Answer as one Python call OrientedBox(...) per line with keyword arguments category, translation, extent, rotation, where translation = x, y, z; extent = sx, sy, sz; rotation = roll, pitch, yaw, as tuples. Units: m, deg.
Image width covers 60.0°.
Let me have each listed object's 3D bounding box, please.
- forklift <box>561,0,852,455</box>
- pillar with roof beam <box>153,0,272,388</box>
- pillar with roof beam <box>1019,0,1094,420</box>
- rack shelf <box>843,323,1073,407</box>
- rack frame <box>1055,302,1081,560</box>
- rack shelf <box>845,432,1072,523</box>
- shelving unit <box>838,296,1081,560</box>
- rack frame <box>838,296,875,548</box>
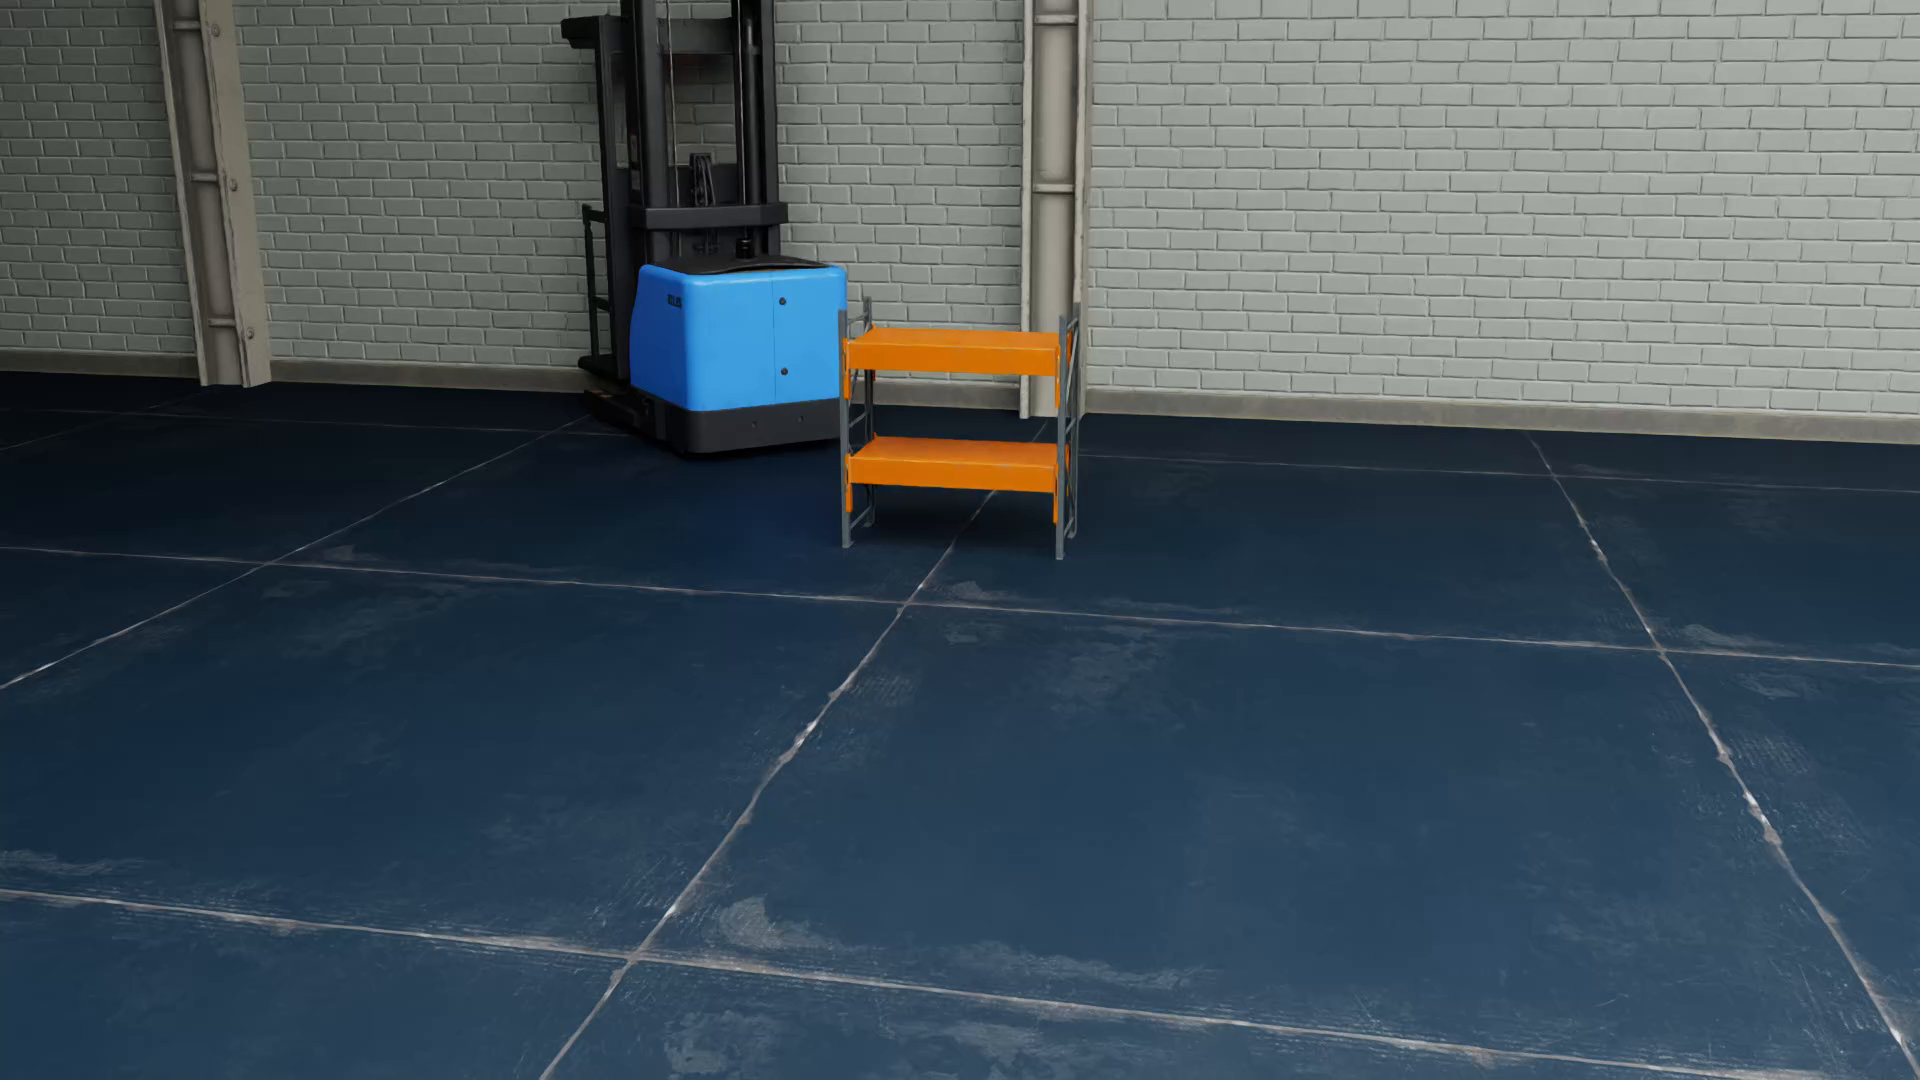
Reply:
OrientedBox(category="forklift", translation=(-1.826, -2.250, 10.625), extent=(1.130, 2.935, 3.031), rotation=(-9, 18, -29))
OrientedBox(category="pillar with roof beam", translation=(-6.126, -4.356, 6.860), extent=(0.400, 9.000, 9.100), rotation=(3, 16, 11))
OrientedBox(category="pillar with roof beam", translation=(-0.247, -4.037, 5.708), extent=(0.400, 9.000, 9.100), rotation=(3, 16, 11))
OrientedBox(category="rack shelf", translation=(0.007, -0.824, 7.762), extent=(1.000, 0.278, 0.538), rotation=(3, 16, 11))
OrientedBox(category="rack frame", translation=(0.505, -0.515, 7.743), extent=(0.032, 1.125, 0.500), rotation=(3, 16, 11))
OrientedBox(category="rack shelf", translation=(0.007, -0.306, 7.906), extent=(1.000, 0.278, 0.538), rotation=(3, 16, 11))
OrientedBox(category="shelving unit", translation=(0.007, -0.542, 7.841), extent=(1.048, 1.125, 0.538), rotation=(3, 16, 11))
OrientedBox(category="rack frame", translation=(-0.492, -0.569, 7.938), extent=(0.032, 1.125, 0.500), rotation=(3, 16, 11))
